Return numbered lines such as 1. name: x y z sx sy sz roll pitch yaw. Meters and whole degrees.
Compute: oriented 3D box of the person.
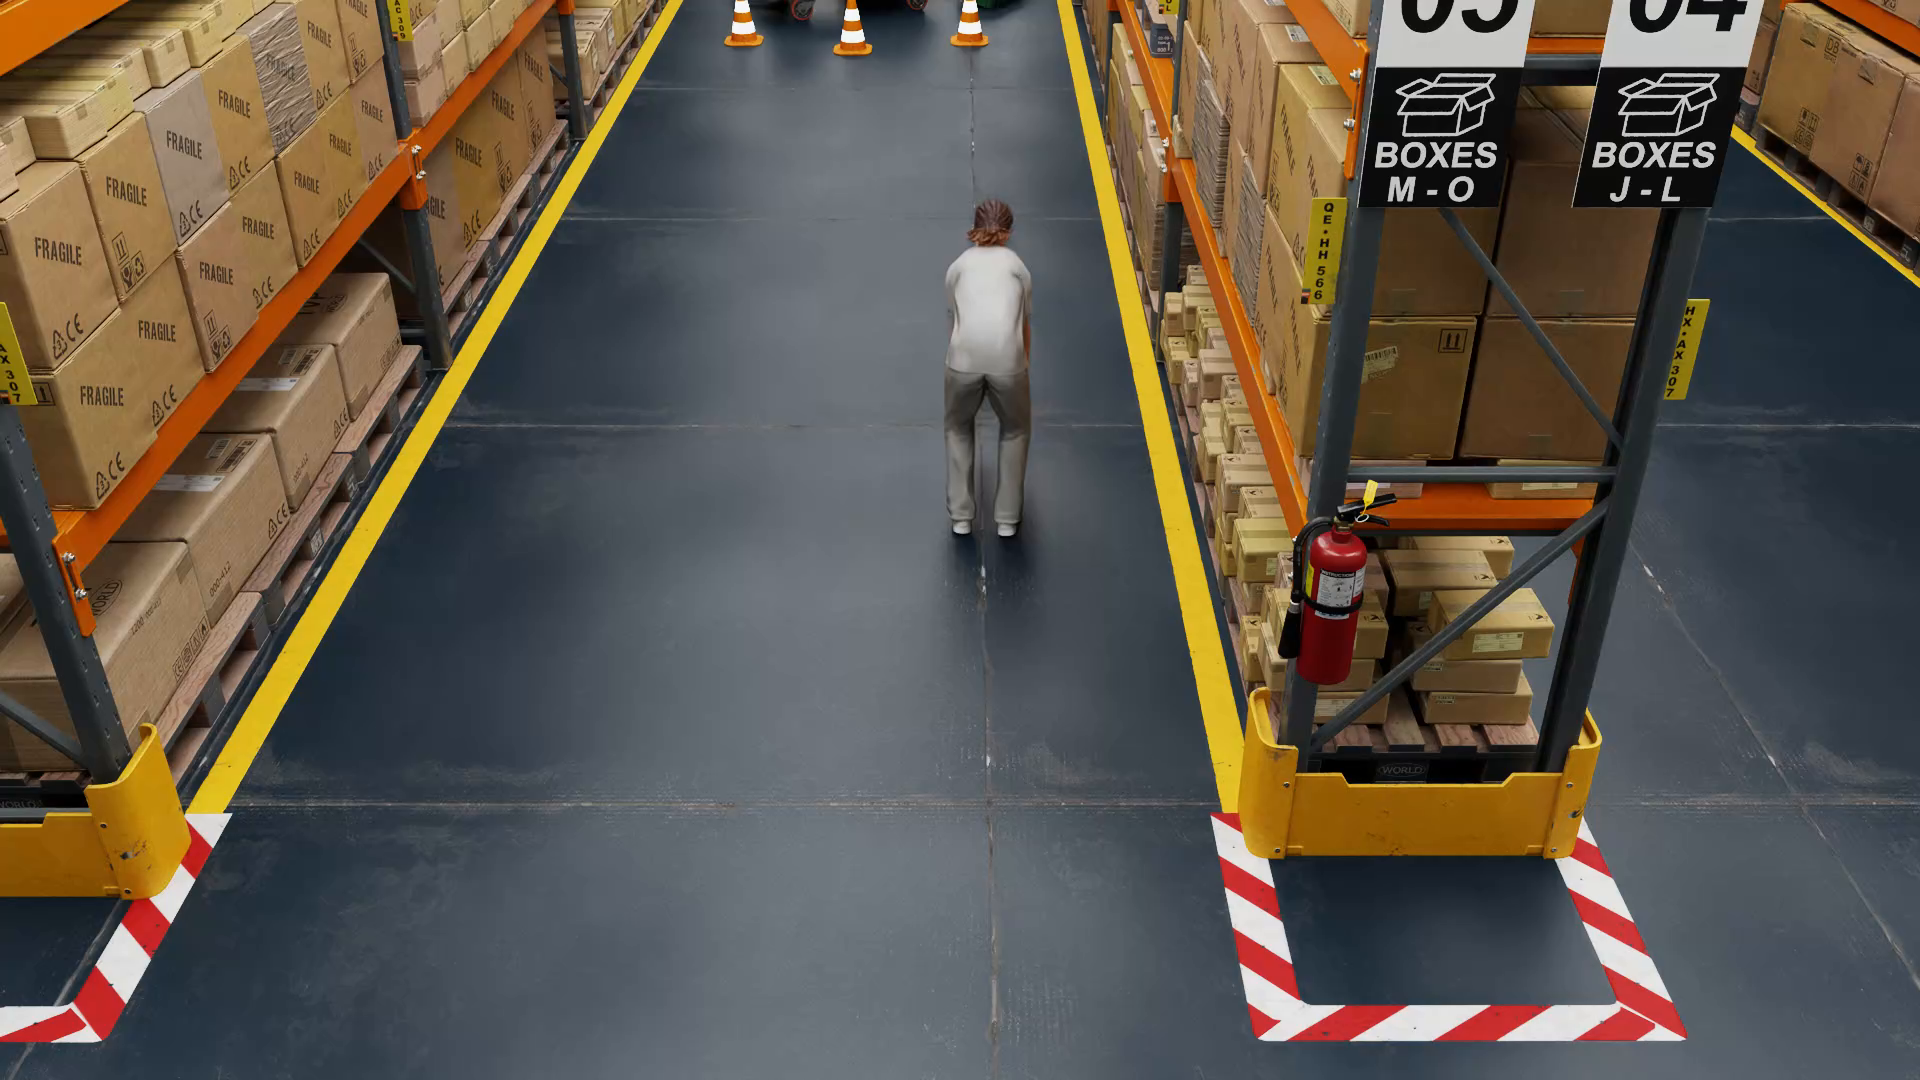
1. person: 0.132 -0.789 7.636 0.408 1.449 0.728 2 32 4
